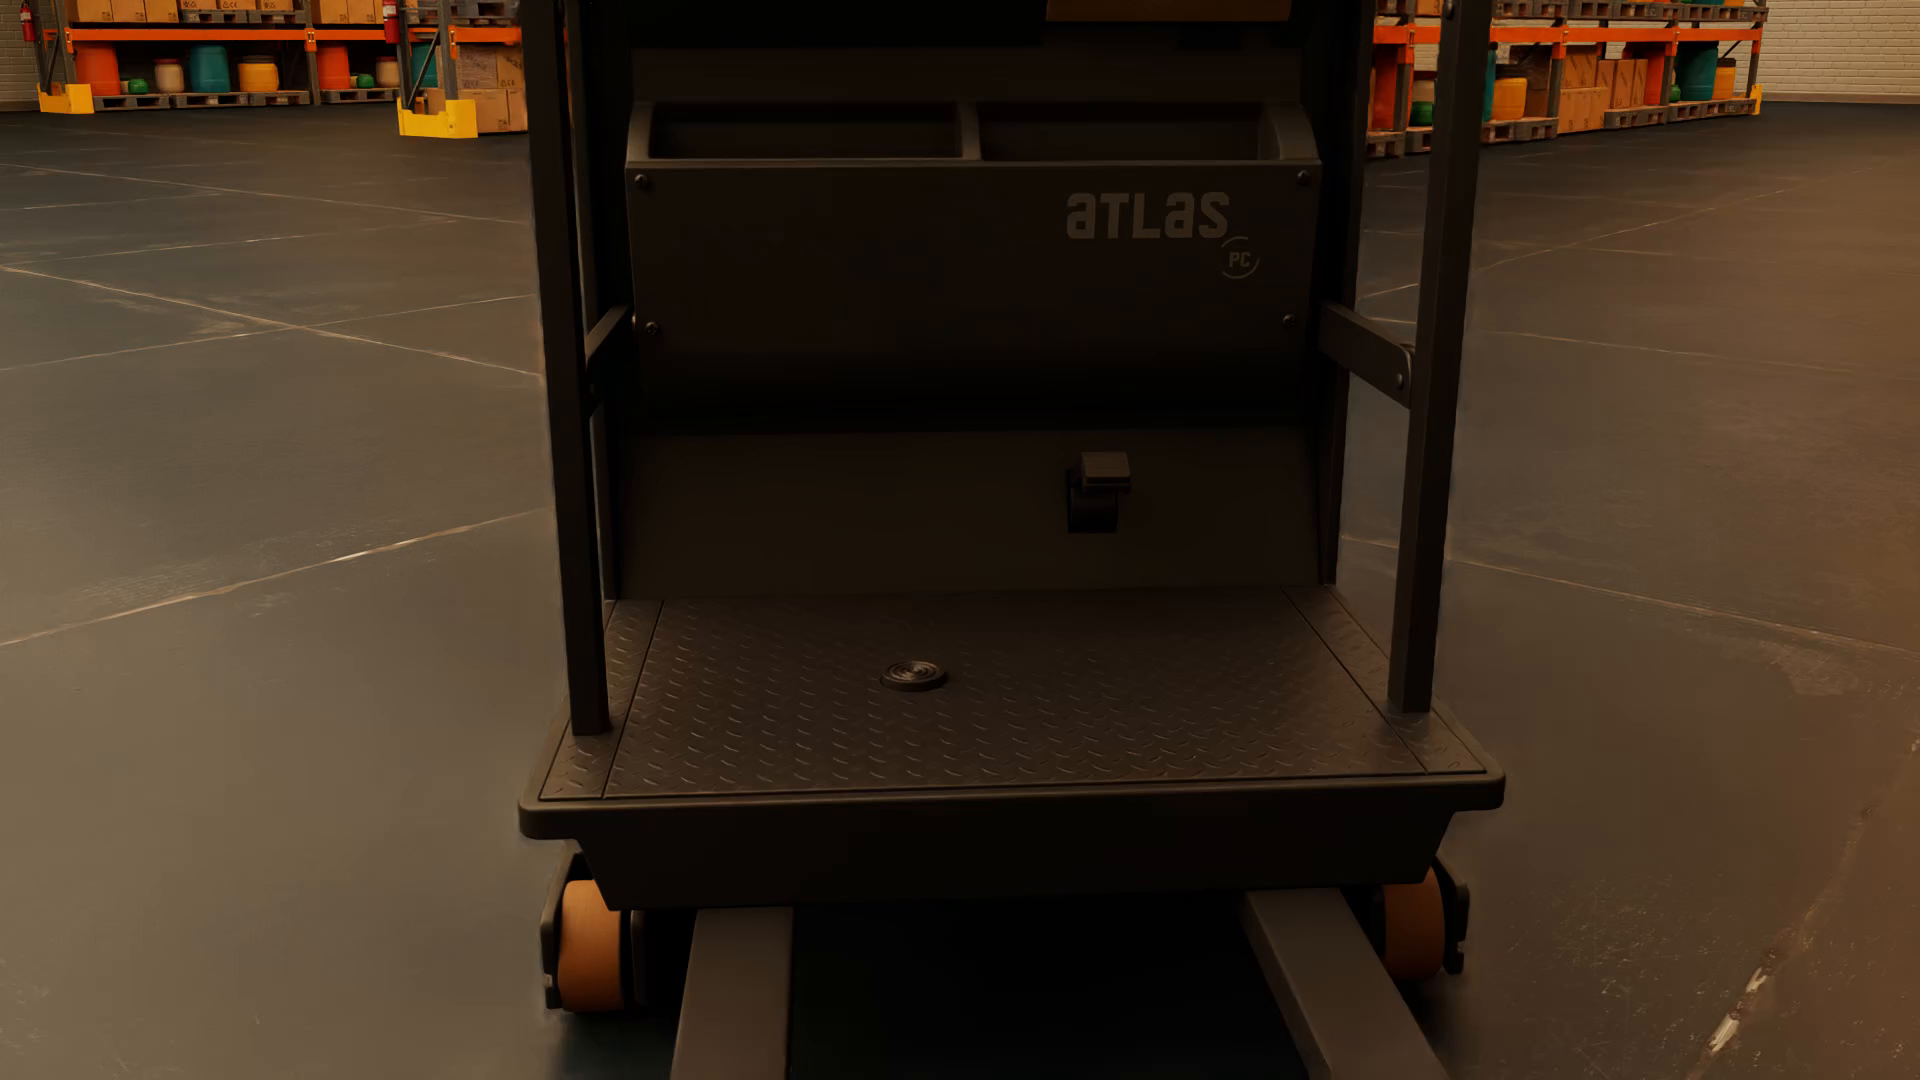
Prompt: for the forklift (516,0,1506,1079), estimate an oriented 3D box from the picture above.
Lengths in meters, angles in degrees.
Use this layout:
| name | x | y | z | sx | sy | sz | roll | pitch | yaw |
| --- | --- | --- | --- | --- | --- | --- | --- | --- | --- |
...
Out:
| name | x | y | z | sx | sy | sz | roll | pitch | yaw |
| --- | --- | --- | --- | --- | --- | --- | --- | --- | --- |
| forklift | 0.036 | -0.922 | 1.935 | 1.130 | 2.935 | 3.031 | -1 | 17 | -4 |
